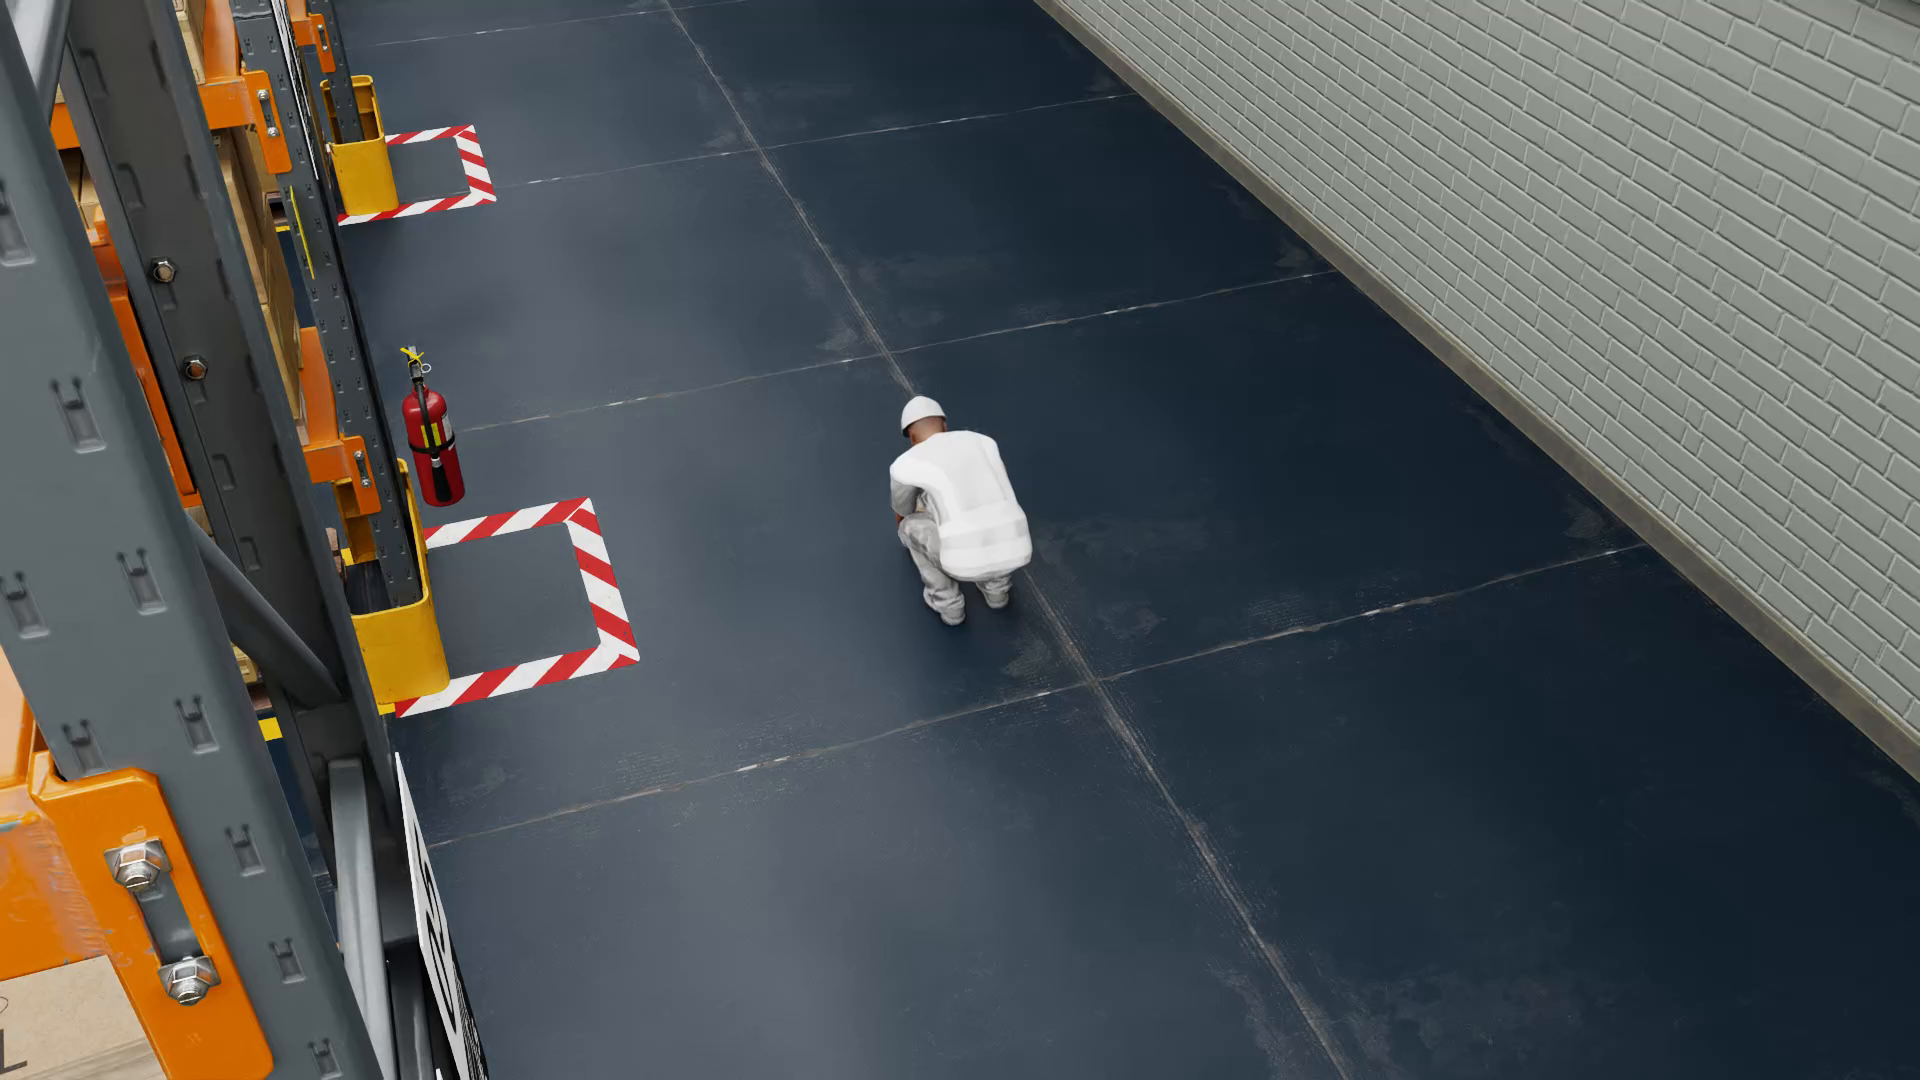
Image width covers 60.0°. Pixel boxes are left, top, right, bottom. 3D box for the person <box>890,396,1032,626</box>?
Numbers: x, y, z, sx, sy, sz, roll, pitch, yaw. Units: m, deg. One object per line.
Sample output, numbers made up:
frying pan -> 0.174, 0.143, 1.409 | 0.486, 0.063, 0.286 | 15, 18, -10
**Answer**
person -> -0.023, -0.107, 7.710 | 0.569, 0.884, 0.913 | -12, 39, -16
